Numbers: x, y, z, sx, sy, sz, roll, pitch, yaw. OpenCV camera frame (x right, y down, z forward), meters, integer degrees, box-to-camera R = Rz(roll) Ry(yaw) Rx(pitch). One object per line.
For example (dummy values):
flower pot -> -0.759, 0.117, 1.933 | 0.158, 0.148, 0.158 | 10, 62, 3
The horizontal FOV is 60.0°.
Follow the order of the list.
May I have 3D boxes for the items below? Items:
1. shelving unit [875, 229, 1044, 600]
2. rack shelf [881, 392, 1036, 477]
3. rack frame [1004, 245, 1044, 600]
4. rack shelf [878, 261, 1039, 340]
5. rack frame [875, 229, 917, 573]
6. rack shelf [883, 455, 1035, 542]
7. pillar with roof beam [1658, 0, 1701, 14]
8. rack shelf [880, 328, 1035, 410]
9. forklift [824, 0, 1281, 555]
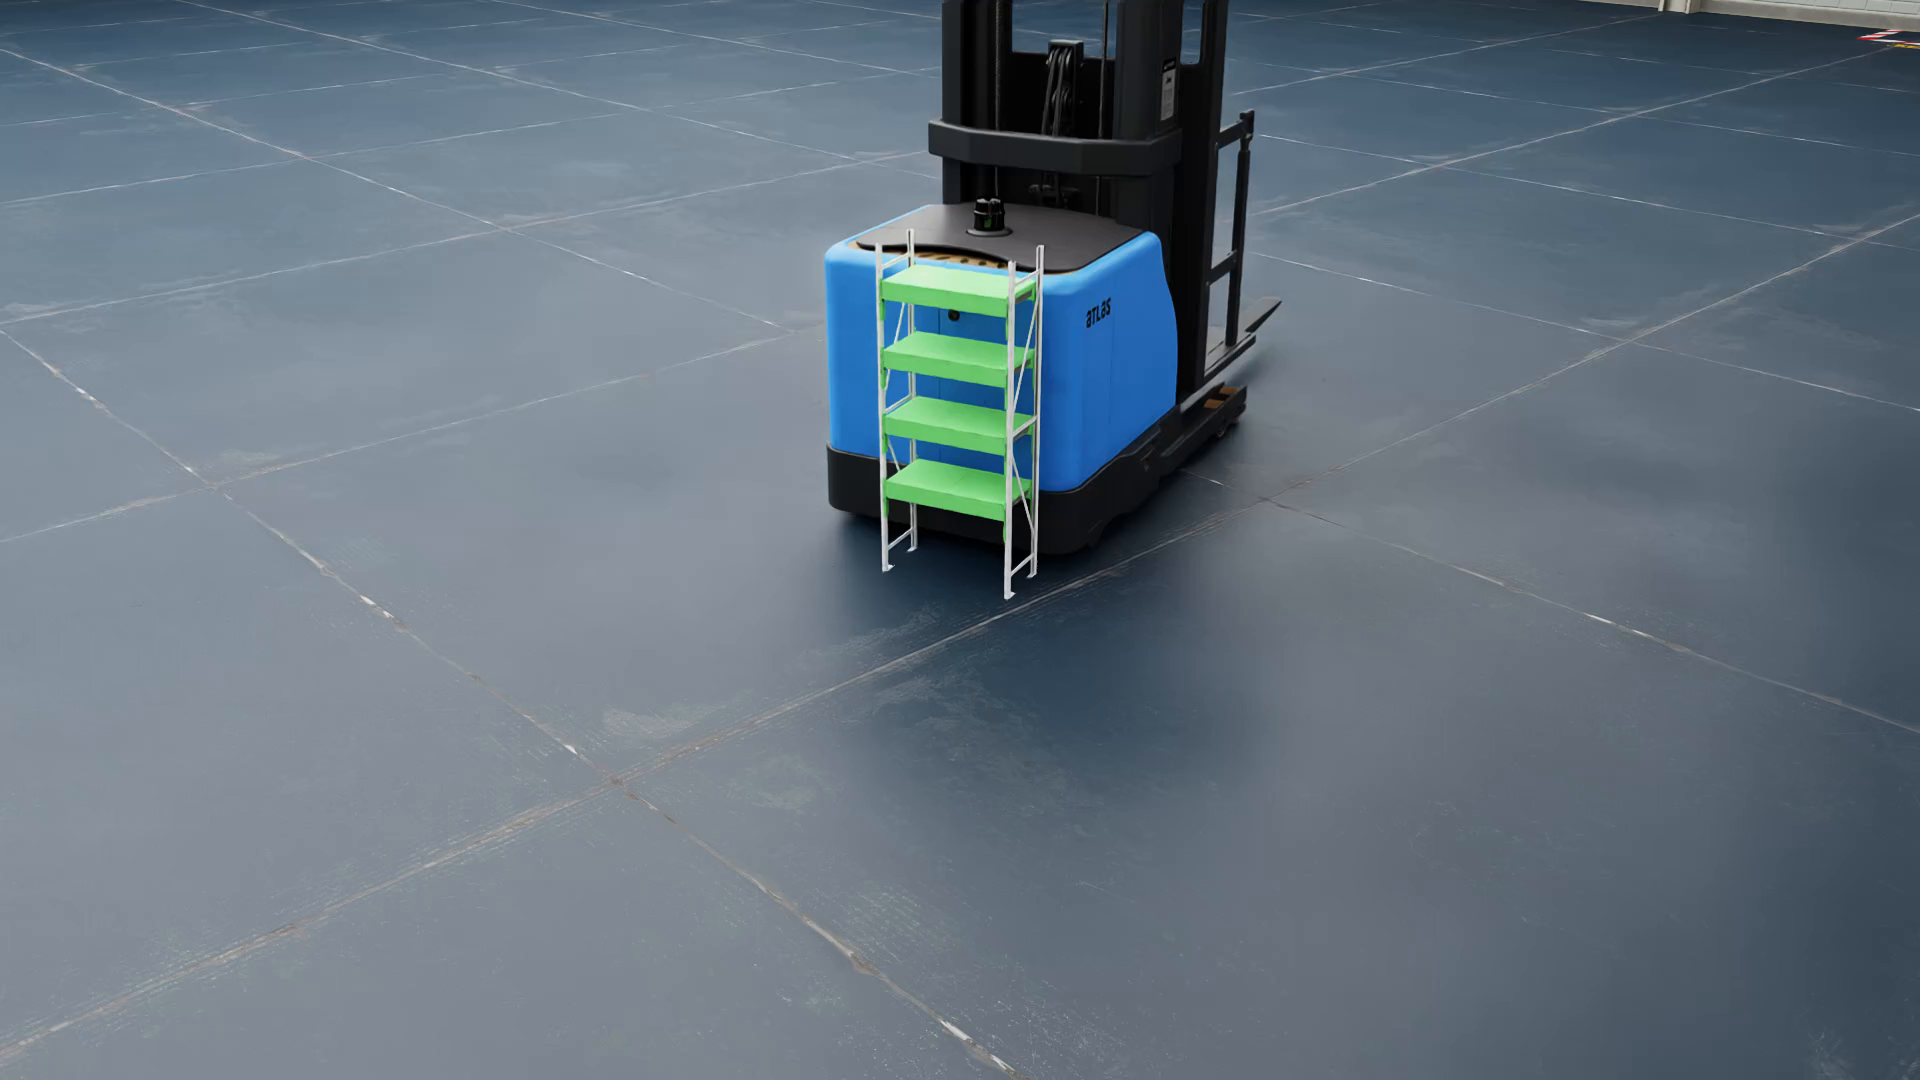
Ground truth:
shelving unit -> -0.002, -0.428, 5.742 | 0.503, 1.200, 0.258 | 12, 27, 24
rack shelf -> -0.002, -0.370, 5.768 | 0.480, 0.148, 0.258 | 12, 27, 24
rack frame -> 0.215, -0.382, 5.641 | 0.015, 1.200, 0.240 | 12, 27, 24
rack shelf -> -0.002, -0.806, 5.569 | 0.480, 0.148, 0.258 | 12, 27, 24
rack frame -> -0.220, -0.474, 5.843 | 0.015, 1.200, 0.240 | 12, 27, 24
rack shelf -> -0.002, -0.151, 5.868 | 0.480, 0.148, 0.258 | 12, 27, 24
pillar with roof beam -> 5.787, -9.442, 16.104 | 9.100, 9.000, 0.400 | -21, 32, -38
rack shelf -> -0.002, -0.588, 5.669 | 0.480, 0.148, 0.258 | 12, 27, 24
forklift -> 0.622, -1.857, 6.789 | 1.130, 2.935, 3.031 | 12, 27, 25
